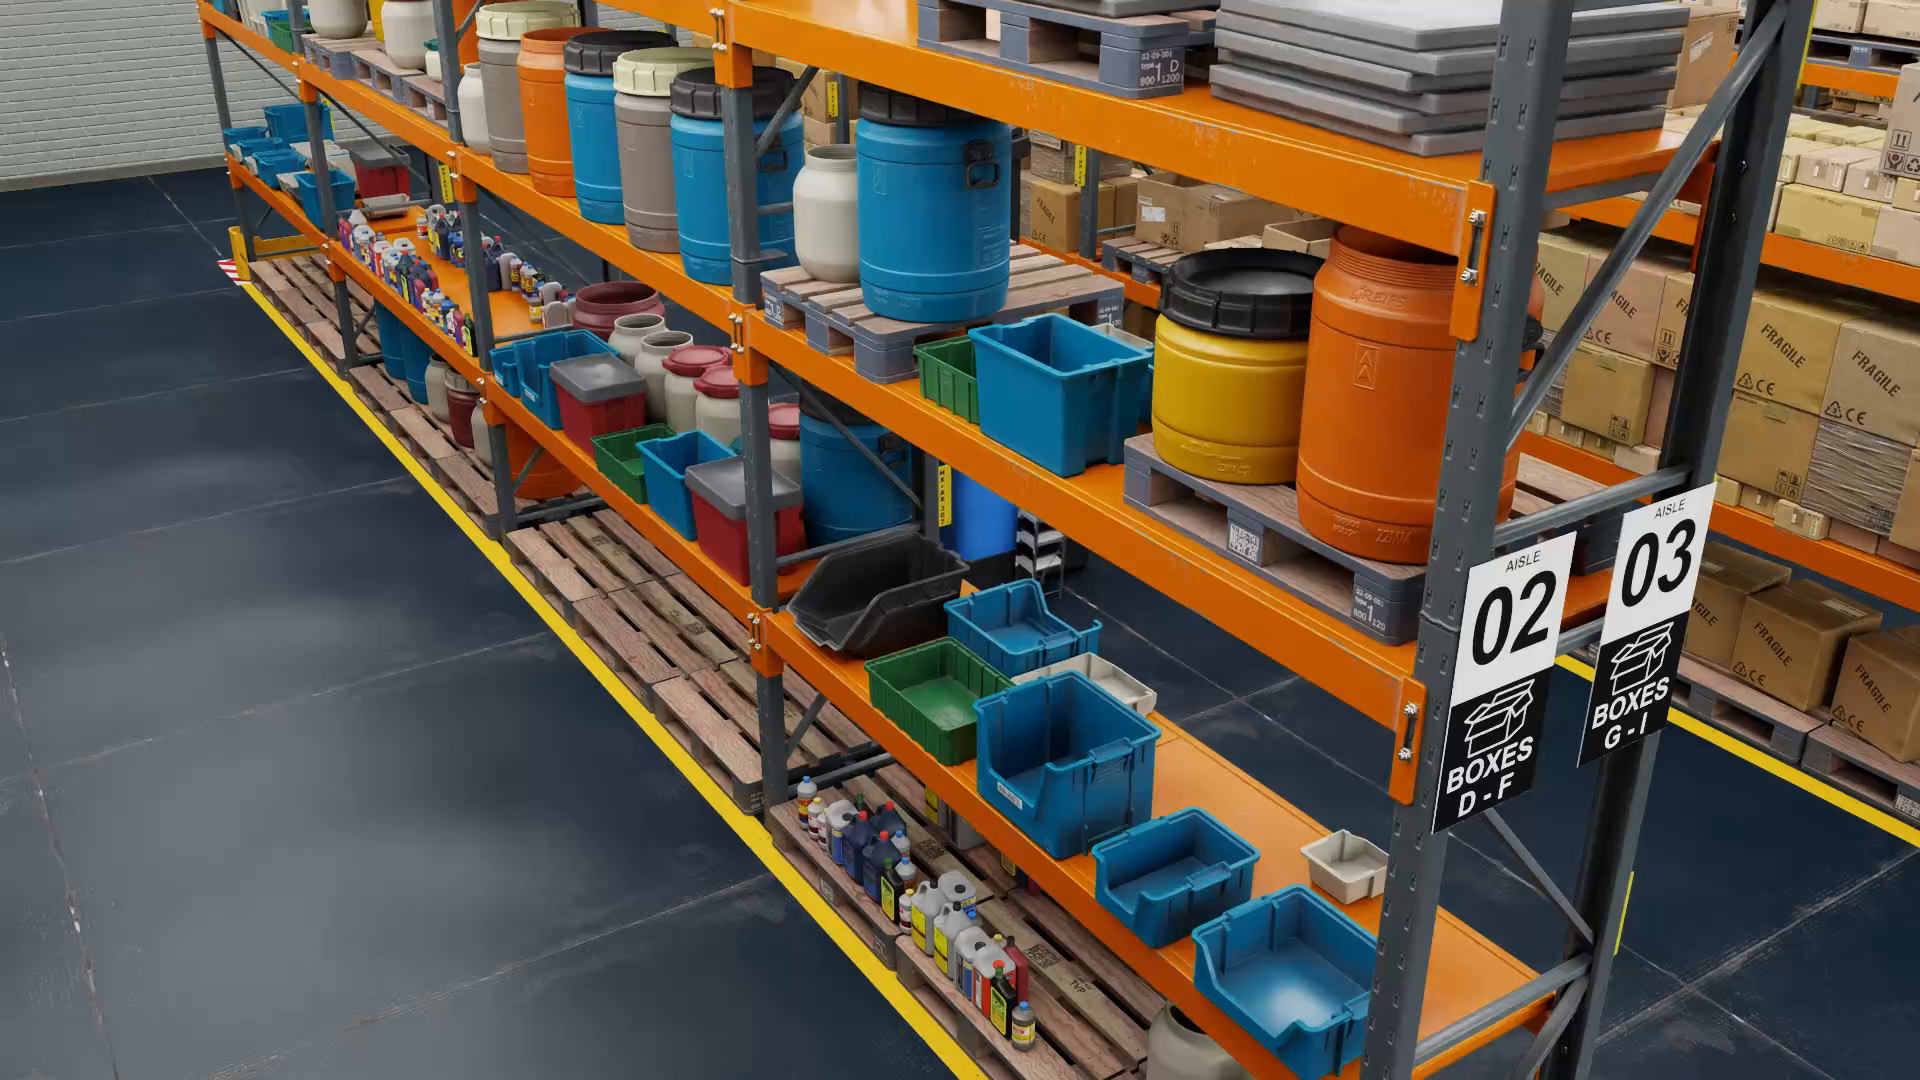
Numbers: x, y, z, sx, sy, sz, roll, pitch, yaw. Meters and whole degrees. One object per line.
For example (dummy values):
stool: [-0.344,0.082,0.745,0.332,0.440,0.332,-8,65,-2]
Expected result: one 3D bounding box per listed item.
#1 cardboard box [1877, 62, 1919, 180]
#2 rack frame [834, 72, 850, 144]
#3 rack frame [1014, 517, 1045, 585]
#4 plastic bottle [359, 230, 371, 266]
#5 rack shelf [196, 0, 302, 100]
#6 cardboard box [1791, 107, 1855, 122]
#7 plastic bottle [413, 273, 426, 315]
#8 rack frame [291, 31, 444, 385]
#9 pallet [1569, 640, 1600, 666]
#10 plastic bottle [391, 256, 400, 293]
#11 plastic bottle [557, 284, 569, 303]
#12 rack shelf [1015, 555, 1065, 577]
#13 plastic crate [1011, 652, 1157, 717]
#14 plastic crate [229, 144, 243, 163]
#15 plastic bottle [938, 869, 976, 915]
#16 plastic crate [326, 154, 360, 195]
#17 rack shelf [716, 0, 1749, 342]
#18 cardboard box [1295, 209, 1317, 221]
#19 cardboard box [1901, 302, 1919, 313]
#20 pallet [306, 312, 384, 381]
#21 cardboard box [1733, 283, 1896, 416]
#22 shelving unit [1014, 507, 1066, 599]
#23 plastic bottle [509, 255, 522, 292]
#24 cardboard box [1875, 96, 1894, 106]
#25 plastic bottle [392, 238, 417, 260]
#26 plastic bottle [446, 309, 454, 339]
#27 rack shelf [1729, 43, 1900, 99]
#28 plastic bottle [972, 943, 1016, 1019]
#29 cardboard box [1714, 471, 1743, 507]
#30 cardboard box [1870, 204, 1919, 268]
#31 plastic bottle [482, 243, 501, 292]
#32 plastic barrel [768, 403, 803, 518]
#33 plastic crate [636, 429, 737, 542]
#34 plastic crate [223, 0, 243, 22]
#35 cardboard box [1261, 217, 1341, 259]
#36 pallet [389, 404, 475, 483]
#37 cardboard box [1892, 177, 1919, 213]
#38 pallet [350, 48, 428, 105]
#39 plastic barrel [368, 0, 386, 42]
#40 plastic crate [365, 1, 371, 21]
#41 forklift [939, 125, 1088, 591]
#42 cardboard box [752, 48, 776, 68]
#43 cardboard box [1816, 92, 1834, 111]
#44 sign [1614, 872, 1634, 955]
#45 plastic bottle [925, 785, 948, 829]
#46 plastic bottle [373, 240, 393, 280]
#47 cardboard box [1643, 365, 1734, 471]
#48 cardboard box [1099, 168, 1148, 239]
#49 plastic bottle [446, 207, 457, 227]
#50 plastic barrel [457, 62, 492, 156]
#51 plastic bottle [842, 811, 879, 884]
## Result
cardboard box: [4.721,-1.951,7.767,0.500,0.500,0.500,-16,29,-30]
rack frame: [-0.772,-3.986,16.641,1.000,3.000,0.127,-16,29,-30]
rack frame: [0.472,-0.078,10.795,0.240,0.900,0.006,-15,32,-28]
plastic bottle: [-4.748,-2.340,13.306,0.097,0.271,0.097,0,25,0]
rack shelf: [-6.014,-4.578,15.225,1.077,0.370,4.000,-16,29,-30]
cardboard box: [6.972,-3.282,13.862,0.700,0.500,0.500,-15,29,-29]
plastic bottle: [-3.941,-1.802,12.152,0.061,0.283,0.133,-16,29,-30]
rack frame: [-4.922,-2.831,14.196,1.000,3.000,0.127,-16,29,-30]
pallet: [3.991,0.369,10.684,1.003,0.211,1.213,-16,29,-30]
plastic bottle: [-4.263,-2.022,12.633,0.097,0.271,0.097,0,25,0]
plastic bottle: [-2.845,-1.706,11.950,0.061,0.283,0.133,-16,29,-30]
rack shelf: [0.518,0.153,10.820,0.258,0.077,0.200,-15,32,-28]
plastic crate: [0.544,0.671,7.086,0.530,0.136,0.437,-16,29,-30]
plastic crate: [-7.141,-3.871,16.637,0.250,0.136,0.298,-16,29,-30]
plastic bottle: [-0.016,1.624,7.433,0.152,0.276,0.135,-16,29,-30]
plastic crate: [-5.601,-3.394,15.457,0.437,0.282,0.530,-16,29,-30]
rack shelf: [0.537,-1.461,5.578,1.077,0.370,4.000,-16,29,-30]
cardboard box: [3.910,-3.650,18.367,0.500,0.500,0.500,-14,29,-27]
cardboard box: [5.166,-0.945,8.563,0.500,0.500,0.500,-16,29,-30]
pallet: [-5.356,-1.824,15.330,1.003,0.211,1.213,-16,29,-30]
cardboard box: [4.457,-1.002,8.685,0.500,0.500,0.500,-16,29,-30]
shelving unit: [0.525,-0.035,10.719,0.258,0.900,0.210,-15,32,-28]
plastic bottle: [-3.375,-2.033,12.657,0.097,0.271,0.097,0,25,0]
cardboard box: [10.057,-4.834,17.482,0.500,0.500,0.500,-14,29,-27]
plastic bottle: [-4.356,-2.225,13.058,0.152,0.276,0.135,-16,29,-30]
plastic bottle: [-3.543,-1.519,11.649,0.097,0.201,0.097,0,25,0]
rack shelf: [6.714,-3.990,13.981,1.077,0.370,4.000,-16,29,-30]
plastic bottle: [0.144,1.842,6.971,0.152,0.276,0.135,-15,29,-29]
cardboard box: [4.290,-0.330,9.192,0.380,0.149,0.250,-16,29,-30]
cardboard box: [4.755,-1.458,7.950,0.500,0.250,0.500,-15,29,-28]
plastic bottle: [-3.599,-2.079,12.660,0.144,0.351,0.185,-16,29,-30]
plastic barrel: [-0.893,-0.425,8.939,0.433,0.535,0.433,0,25,0]
plastic crate: [-1.418,-0.285,8.821,0.392,0.384,0.575,-16,29,-30]
plastic crate: [-6.502,-4.980,15.307,0.504,0.338,0.767,-16,29,-30]
cardboard box: [2.571,-1.959,11.736,0.797,0.503,0.637,-12,28,-24]
pallet: [-3.866,-0.848,13.261,1.003,0.211,1.213,-16,29,-30]
cardboard box: [4.662,-1.656,7.902,0.380,0.149,0.250,-17,30,-32]
pallet: [-3.791,-3.440,12.193,1.003,0.211,1.213,-16,29,-30]
plastic barrel: [-4.254,-4.184,12.835,0.600,0.588,0.600,0,25,0]
plastic crate: [-5.370,-4.637,14.660,0.497,0.269,0.590,-16,29,-30]
forklift: [-0.323,-1.555,11.572,1.130,2.935,3.031,-14,29,-28]
cardboard box: [-2.359,-5.225,18.215,0.500,0.500,0.500,-16,30,-31]
cardboard box: [9.658,-5.030,19.030,0.500,0.250,0.500,-16,30,-30]
sign: [2.092,1.209,5.313,0.100,0.325,0.005,-16,29,-30]
plastic bottle: [-0.082,1.226,8.190,0.144,0.351,0.185,-16,29,-30]
plastic bottle: [-4.483,-2.190,12.982,0.152,0.276,0.135,-16,29,-30]
cardboard box: [4.390,-0.786,9.398,0.875,0.500,0.500,-16,29,-30]
cardboard box: [1.374,-2.837,14.092,0.500,0.500,0.500,-15,29,-28]
plastic bottle: [-4.146,-2.557,13.672,0.144,0.351,0.185,-16,29,-30]
plastic barrel: [-2.826,-2.625,10.115,0.421,0.512,0.421,0,25,0]
plastic bottle: [-0.462,1.414,7.790,0.144,0.351,0.185,-15,29,-28]
